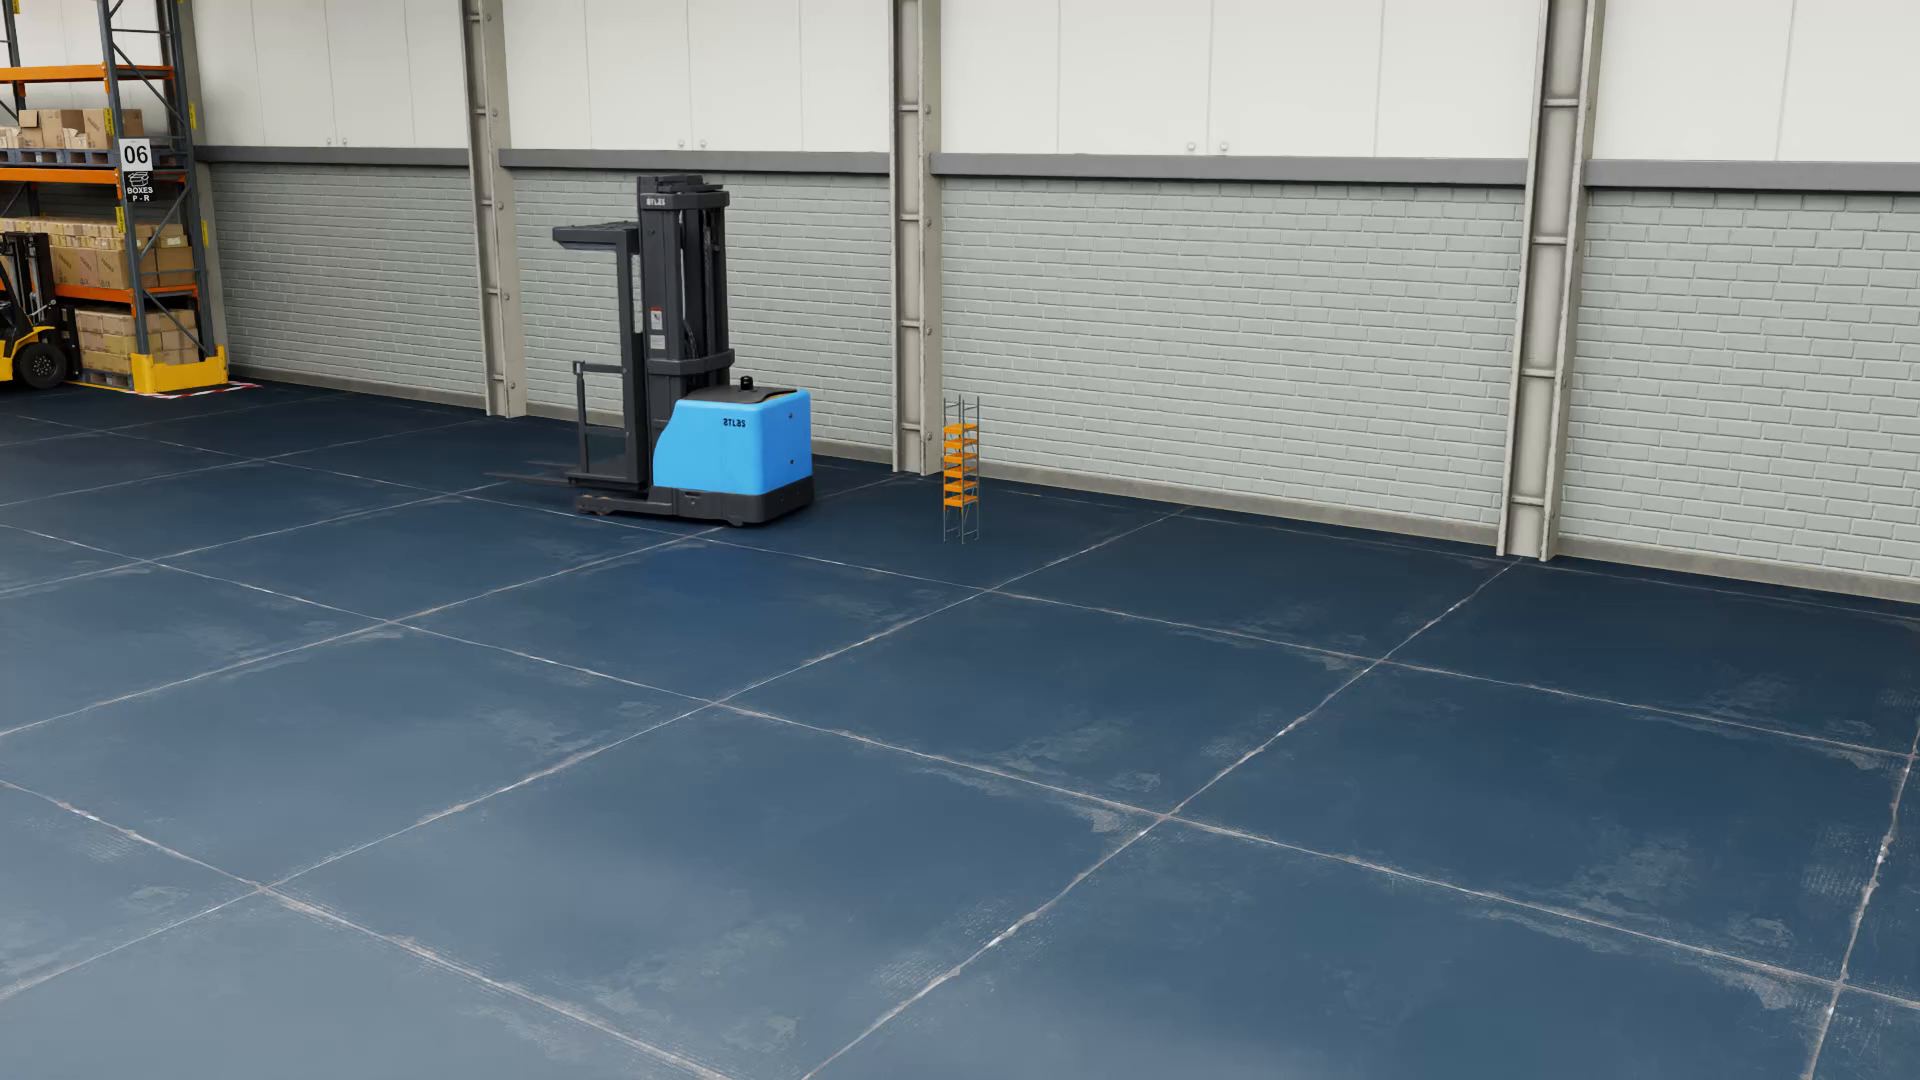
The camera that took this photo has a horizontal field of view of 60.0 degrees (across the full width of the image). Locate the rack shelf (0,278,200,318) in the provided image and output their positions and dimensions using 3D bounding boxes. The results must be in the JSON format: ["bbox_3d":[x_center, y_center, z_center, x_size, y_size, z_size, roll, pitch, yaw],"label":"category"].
[{"bbox_3d":[-11.968,-3.402,22.821,4.000,0.370,1.077,9,17,33],"label":"rack shelf"}]

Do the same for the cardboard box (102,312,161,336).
[{"bbox_3d":[-10.864,-2.837,21.809,0.500,0.250,0.500,10,17,35],"label":"cardboard box"}]

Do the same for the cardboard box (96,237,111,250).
[{"bbox_3d":[-10.981,-3.865,21.638,0.250,0.149,0.380,9,17,34],"label":"cardboard box"}]

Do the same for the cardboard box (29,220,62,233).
[{"bbox_3d":[-12.415,-4.268,22.647,0.250,0.149,0.380,9,17,33],"label":"cardboard box"}]

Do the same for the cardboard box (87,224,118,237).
[{"bbox_3d":[-11.177,-4.053,21.778,0.250,0.149,0.380,10,17,34],"label":"cardboard box"}]

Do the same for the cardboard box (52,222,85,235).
[{"bbox_3d":[-11.838,-4.148,22.160,0.250,0.149,0.380,10,17,34],"label":"cardboard box"}]

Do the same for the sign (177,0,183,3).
[{"bbox_3d":[-9.993,-7.035,21.242,0.005,0.325,0.100,9,17,33],"label":"sign"}]

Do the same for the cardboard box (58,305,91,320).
[{"bbox_3d":[-12.132,-3.040,22.627,0.500,0.250,0.500,9,16,32],"label":"cardboard box"}]

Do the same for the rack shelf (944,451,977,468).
[{"bbox_3d":[0.012,-0.654,13.653,0.180,0.103,0.258,9,17,33],"label":"rack shelf"}]

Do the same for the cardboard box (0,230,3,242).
[{"bbox_3d":[-13.294,-4.253,23.204,0.250,0.149,0.380,10,17,34],"label":"cardboard box"}]

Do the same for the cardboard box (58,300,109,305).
[{"bbox_3d":[-12.270,-3.211,23.320,0.500,0.250,0.500,9,17,33],"label":"cardboard box"}]

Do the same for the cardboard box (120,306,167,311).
[{"bbox_3d":[-11.018,-3.006,22.491,0.500,0.250,0.500,9,17,33],"label":"cardboard box"}]

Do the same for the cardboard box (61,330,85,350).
[{"bbox_3d":[-11.737,-2.732,22.426,0.500,0.250,0.500,9,16,32],"label":"cardboard box"}]

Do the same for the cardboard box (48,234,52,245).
[{"bbox_3d":[-12.238,-4.076,22.490,0.250,0.149,0.380,9,16,32],"label":"cardboard box"}]

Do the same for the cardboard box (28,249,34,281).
[{"bbox_3d":[-12.542,-3.822,22.813,0.500,0.500,0.500,9,17,32],"label":"cardboard box"}]

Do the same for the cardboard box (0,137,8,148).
[{"bbox_3d":[-12.787,-5.382,22.521,0.250,0.149,0.380,10,17,34],"label":"cardboard box"}]

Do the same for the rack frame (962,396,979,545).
[{"bbox_3d":[0.088,-0.568,13.622,0.006,1.200,0.240,9,17,33],"label":"rack frame"}]

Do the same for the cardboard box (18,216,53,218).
[{"bbox_3d":[-13.194,-4.545,23.763,0.250,0.149,0.380,9,17,33],"label":"cardboard box"}]

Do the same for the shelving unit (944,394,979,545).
[{"bbox_3d":[0.012,-0.580,13.671,0.189,1.200,0.258,9,17,33],"label":"shelving unit"}]

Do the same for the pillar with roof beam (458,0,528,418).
[{"bbox_3d":[-7.807,-5.005,15.315,0.400,9.000,9.100,9,17,33],"label":"pillar with roof beam"}]

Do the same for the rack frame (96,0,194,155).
[{"bbox_3d":[-10.308,-6.395,20.930,0.127,3.000,1.000,9,17,33],"label":"rack frame"}]

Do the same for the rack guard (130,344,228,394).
[{"bbox_3d":[-10.288,-2.266,21.938,0.348,0.500,1.175,9,17,33],"label":"rack guard"}]

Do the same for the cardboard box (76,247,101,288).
[{"bbox_3d":[-11.288,-3.617,21.983,0.500,0.500,0.500,10,17,35],"label":"cardboard box"}]

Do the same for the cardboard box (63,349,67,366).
[{"bbox_3d":[-12.135,-2.555,22.750,0.500,0.250,0.500,10,17,35],"label":"cardboard box"}]

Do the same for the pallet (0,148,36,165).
[{"bbox_3d":[-12.905,-5.323,23.027,1.213,0.211,1.003,9,17,33],"label":"pallet"}]

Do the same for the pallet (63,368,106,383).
[{"bbox_3d":[-11.974,-2.387,23.028,1.213,0.211,1.003,9,17,33],"label":"pallet"}]

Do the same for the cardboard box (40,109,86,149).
[{"bbox_3d":[-11.605,-5.408,21.895,0.500,0.500,0.700,9,17,33],"label":"cardboard box"}]

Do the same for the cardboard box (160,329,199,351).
[{"bbox_3d":[-10.582,-2.699,22.293,0.500,0.250,0.500,10,17,34],"label":"cardboard box"}]

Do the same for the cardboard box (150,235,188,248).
[{"bbox_3d":[-10.445,-3.944,21.954,0.250,0.149,0.380,9,16,31],"label":"cardboard box"}]

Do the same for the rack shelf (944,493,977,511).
[{"bbox_3d":[0.012,-0.304,13.740,0.180,0.103,0.258,9,17,33],"label":"rack shelf"}]

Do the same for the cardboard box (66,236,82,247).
[{"bbox_3d":[-11.609,-3.974,22.078,0.250,0.149,0.380,9,16,31],"label":"cardboard box"}]

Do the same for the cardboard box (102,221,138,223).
[{"bbox_3d":[-11.322,-4.219,22.449,0.250,0.149,0.380,10,17,35],"label":"cardboard box"}]

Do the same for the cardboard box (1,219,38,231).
[{"bbox_3d":[-13.044,-4.376,23.081,0.250,0.149,0.380,9,16,32],"label":"cardboard box"}]

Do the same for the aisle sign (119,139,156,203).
[{"bbox_3d":[-10.417,-4.678,21.066,0.004,0.787,0.394,9,17,33],"label":"aisle sign"}]

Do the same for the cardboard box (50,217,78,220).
[{"bbox_3d":[-12.539,-4.449,23.376,0.250,0.149,0.380,9,16,32],"label":"cardboard box"}]

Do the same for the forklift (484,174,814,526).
[{"bbox_3d":[-2.878,-1.748,14.785,3.031,2.935,1.130,6,15,22],"label":"forklift"}]

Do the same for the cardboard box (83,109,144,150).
[{"bbox_3d":[-10.811,-5.251,21.260,0.500,0.500,0.500,10,17,35],"label":"cardboard box"}]

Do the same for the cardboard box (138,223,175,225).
[{"bbox_3d":[-10.653,-4.127,22.074,0.250,0.149,0.380,10,17,35],"label":"cardboard box"}]

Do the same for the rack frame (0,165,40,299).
[{"bbox_3d":[-13.627,-4.019,23.818,0.127,3.000,1.000,9,17,33],"label":"rack frame"}]

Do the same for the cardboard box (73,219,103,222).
[{"bbox_3d":[-11.956,-4.326,22.881,0.250,0.149,0.380,10,17,34],"label":"cardboard box"}]

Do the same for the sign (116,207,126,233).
[{"bbox_3d":[-10.622,-4.054,21.054,0.005,0.325,0.100,9,17,33],"label":"sign"}]

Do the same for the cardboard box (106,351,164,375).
[{"bbox_3d":[-10.874,-2.352,21.931,0.500,0.250,0.500,9,17,33],"label":"cardboard box"}]
